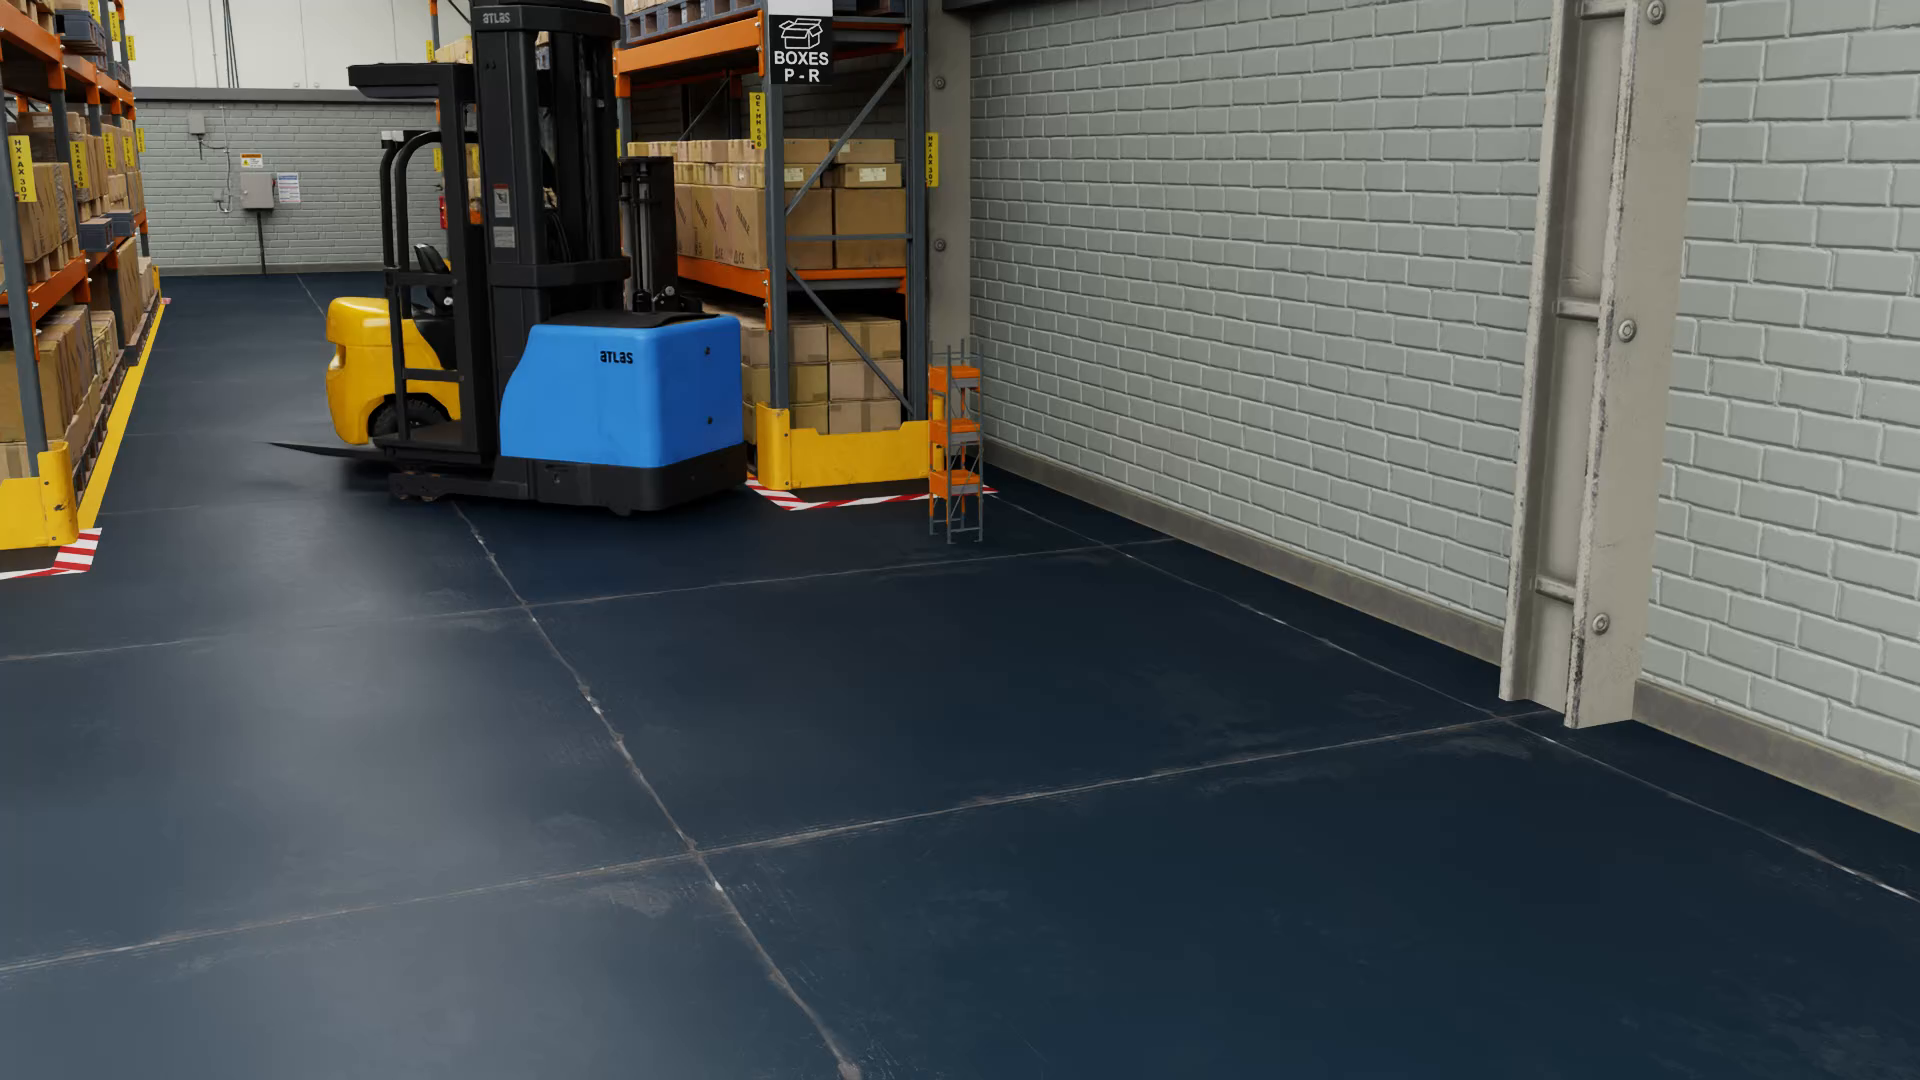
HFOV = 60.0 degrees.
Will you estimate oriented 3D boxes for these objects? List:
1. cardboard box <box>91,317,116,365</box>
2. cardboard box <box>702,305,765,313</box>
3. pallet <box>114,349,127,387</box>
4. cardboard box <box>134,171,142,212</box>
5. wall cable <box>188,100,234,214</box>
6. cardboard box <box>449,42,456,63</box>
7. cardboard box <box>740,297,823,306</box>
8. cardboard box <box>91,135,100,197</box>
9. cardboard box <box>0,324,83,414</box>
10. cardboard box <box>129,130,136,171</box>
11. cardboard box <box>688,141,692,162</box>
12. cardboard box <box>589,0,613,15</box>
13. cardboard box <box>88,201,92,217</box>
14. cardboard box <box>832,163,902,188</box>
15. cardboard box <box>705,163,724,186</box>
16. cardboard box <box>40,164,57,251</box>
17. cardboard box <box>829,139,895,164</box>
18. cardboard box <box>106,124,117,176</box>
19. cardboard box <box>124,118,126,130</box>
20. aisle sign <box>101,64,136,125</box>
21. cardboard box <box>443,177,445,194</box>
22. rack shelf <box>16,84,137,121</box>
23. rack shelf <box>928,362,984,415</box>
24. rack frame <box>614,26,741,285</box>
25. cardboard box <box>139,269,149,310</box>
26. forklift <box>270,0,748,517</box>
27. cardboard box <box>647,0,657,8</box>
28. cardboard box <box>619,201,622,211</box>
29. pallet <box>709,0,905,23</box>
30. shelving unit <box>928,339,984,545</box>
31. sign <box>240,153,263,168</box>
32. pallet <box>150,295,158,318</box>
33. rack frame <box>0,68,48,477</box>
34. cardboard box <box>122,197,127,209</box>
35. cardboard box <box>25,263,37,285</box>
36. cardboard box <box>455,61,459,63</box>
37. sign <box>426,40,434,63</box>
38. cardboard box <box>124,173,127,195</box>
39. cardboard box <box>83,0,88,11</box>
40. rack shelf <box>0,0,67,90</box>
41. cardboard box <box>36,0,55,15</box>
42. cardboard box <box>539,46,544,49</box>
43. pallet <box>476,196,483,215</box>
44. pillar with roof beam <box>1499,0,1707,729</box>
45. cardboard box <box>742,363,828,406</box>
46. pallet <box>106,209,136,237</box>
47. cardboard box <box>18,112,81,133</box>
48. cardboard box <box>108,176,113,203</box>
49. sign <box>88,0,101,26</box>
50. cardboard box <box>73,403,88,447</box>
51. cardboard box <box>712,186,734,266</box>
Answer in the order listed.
[{"bbox_3d":[-7.924,-1.713,14.515,0.950,0.372,0.625,-6,14,-24],"label":"cardboard box"},{"bbox_3d":[-1.585,-1.482,11.569,0.500,0.250,0.500,-5,14,-22],"label":"cardboard box"},{"bbox_3d":[-8.133,-1.538,15.046,1.003,0.211,1.213,-6,14,-23],"label":"pallet"},{"bbox_3d":[-10.592,-4.368,20.868,0.500,0.500,0.500,-5,14,-21],"label":"cardboard box"},{"bbox_3d":[-12.634,-6.499,28.045,0.588,1.984,0.122,-6,14,-23],"label":"wall cable"},{"bbox_3d":[-6.541,-6.509,22.251,0.500,0.250,0.500,-5,14,-21],"label":"cardboard box"},{"bbox_3d":[-1.305,-1.636,12.237,0.500,0.250,0.500,-6,14,-24],"label":"cardboard box"},{"bbox_3d":[-7.369,-3.065,13.646,0.500,0.500,0.500,-6,14,-25],"label":"cardboard box"},{"bbox_3d":[-5.726,-1.044,10.232,0.500,0.500,0.500,-5,14,-22],"label":"cardboard box"},{"bbox_3d":[-10.607,-4.857,20.763,0.500,0.500,0.500,-6,14,-23],"label":"cardboard box"},{"bbox_3d":[-1.735,-2.789,11.947,0.380,0.149,0.250,-6,14,-23],"label":"cardboard box"},{"bbox_3d":[-2.809,-4.479,13.964,0.500,0.311,0.500,-6,14,-25],"label":"cardboard box"},{"bbox_3d":[-7.212,-2.669,13.374,0.380,0.149,0.250,-6,14,-23],"label":"cardboard box"},{"bbox_3d":[-0.591,-2.313,10.549,0.380,0.149,0.250,-6,14,-24],"label":"cardboard box"},{"bbox_3d":[-1.505,-2.478,11.263,0.380,0.149,0.250,-6,14,-25],"label":"cardboard box"},{"bbox_3d":[-5.591,-1.934,9.691,0.500,0.500,0.500,-6,14,-24],"label":"cardboard box"},{"bbox_3d":[-0.632,-2.453,10.494,0.380,0.149,0.250,-6,14,-24],"label":"cardboard box"},{"bbox_3d":[-8.819,-3.928,16.749,0.500,0.500,0.500,-5,14,-21],"label":"cardboard box"},{"bbox_3d":[-10.528,-5.141,20.554,0.380,0.149,0.250,-6,14,-23],"label":"cardboard box"},{"bbox_3d":[-11.394,-6.020,22.464,0.394,0.787,0.004,-6,14,-23],"label":"aisle sign"},{"bbox_3d":[-7.168,-5.114,23.985,0.500,0.250,0.500,-6,14,-23],"label":"cardboard box"},{"bbox_3d":[-10.848,-5.408,20.529,1.077,0.370,4.000,-6,14,-23],"label":"rack shelf"},{"bbox_3d":[-0.021,-0.789,8.738,0.215,0.259,0.240,-6,14,-23],"label":"rack shelf"},{"bbox_3d":[-2.296,-2.681,13.800,1.000,3.000,0.127,-6,14,-23],"label":"rack frame"},{"bbox_3d":[-10.200,-2.980,19.845,0.875,0.438,0.875,-6,14,-24],"label":"cardboard box"},{"bbox_3d":[-2.855,-1.757,9.959,3.031,2.935,1.130,6,14,23],"label":"forklift"},{"bbox_3d":[-2.086,-3.994,12.226,0.380,0.149,0.250,-5,14,-21],"label":"cardboard box"},{"bbox_3d":[-2.726,-2.930,14.099,0.500,0.250,0.500,-6,14,-24],"label":"cardboard box"},{"bbox_3d":[-0.953,-3.421,10.542,1.003,0.211,1.213,-6,14,-23],"label":"pallet"},{"bbox_3d":[-0.021,-0.523,8.799,0.215,1.050,0.252,-6,14,-23],"label":"shelving unit"},{"bbox_3d":[-12.080,-6.473,28.356,0.339,0.242,0.001,-6,14,-23],"label":"sign"},{"bbox_3d":[-10.772,-2.942,21.115,1.003,0.211,1.213,-6,14,-23],"label":"pallet"},{"bbox_3d":[-5.240,-1.405,8.289,1.000,3.000,0.127,-6,14,-23],"label":"rack frame"},{"bbox_3d":[-9.433,-3.636,18.261,0.500,0.250,0.500,-6,14,-24],"label":"cardboard box"},{"bbox_3d":[-5.332,-1.485,9.189,0.380,0.149,0.250,-6,14,-25],"label":"cardboard box"},{"bbox_3d":[-6.335,-6.157,21.841,0.500,0.250,0.500,-5,14,-22],"label":"cardboard box"},{"bbox_3d":[-7.600,-6.998,23.863,0.100,0.325,0.005,-6,14,-23],"label":"sign"},{"bbox_3d":[-9.647,-3.986,18.663,0.500,0.250,0.500,-6,14,-23],"label":"cardboard box"},{"bbox_3d":[-6.913,-4.086,12.621,0.500,0.250,0.500,-6,14,-24],"label":"cardboard box"},{"bbox_3d":[-6.041,-2.929,9.817,1.077,0.370,4.000,-6,14,-23],"label":"rack shelf"},{"bbox_3d":[-6.418,-3.698,11.214,0.500,0.250,0.500,-6,14,-23],"label":"cardboard box"},{"bbox_3d":[-4.260,-5.141,17.227,0.380,0.149,0.250,-5,14,-22],"label":"cardboard box"},{"bbox_3d":[-5.280,-4.065,20.207,1.003,0.211,1.213,-6,14,-23],"label":"pallet"},{"bbox_3d":[-1.687,-3.374,3.490,9.100,9.000,0.400,-6,14,-23],"label":"pillar with roof beam"},{"bbox_3d":[-1.175,-1.035,10.748,0.500,0.250,0.500,-6,14,-24],"label":"cardboard box"},{"bbox_3d":[-8.061,-2.827,14.857,1.213,0.211,1.003,-6,14,-23],"label":"pallet"},{"bbox_3d":[-6.706,-3.075,12.252,0.380,0.149,0.250,-6,14,-23],"label":"cardboard box"},{"bbox_3d":[-8.421,-3.355,15.939,0.500,0.250,0.500,-6,14,-23],"label":"cardboard box"},{"bbox_3d":[-7.946,-4.820,15.244,0.100,0.325,0.005,-6,14,-23],"label":"sign"},{"bbox_3d":[-5.737,-0.680,10.320,0.500,0.250,0.500,-5,14,-19],"label":"cardboard box"},{"bbox_3d":[-1.330,-2.089,11.022,0.500,0.500,0.500,-5,14,-21],"label":"cardboard box"}]
